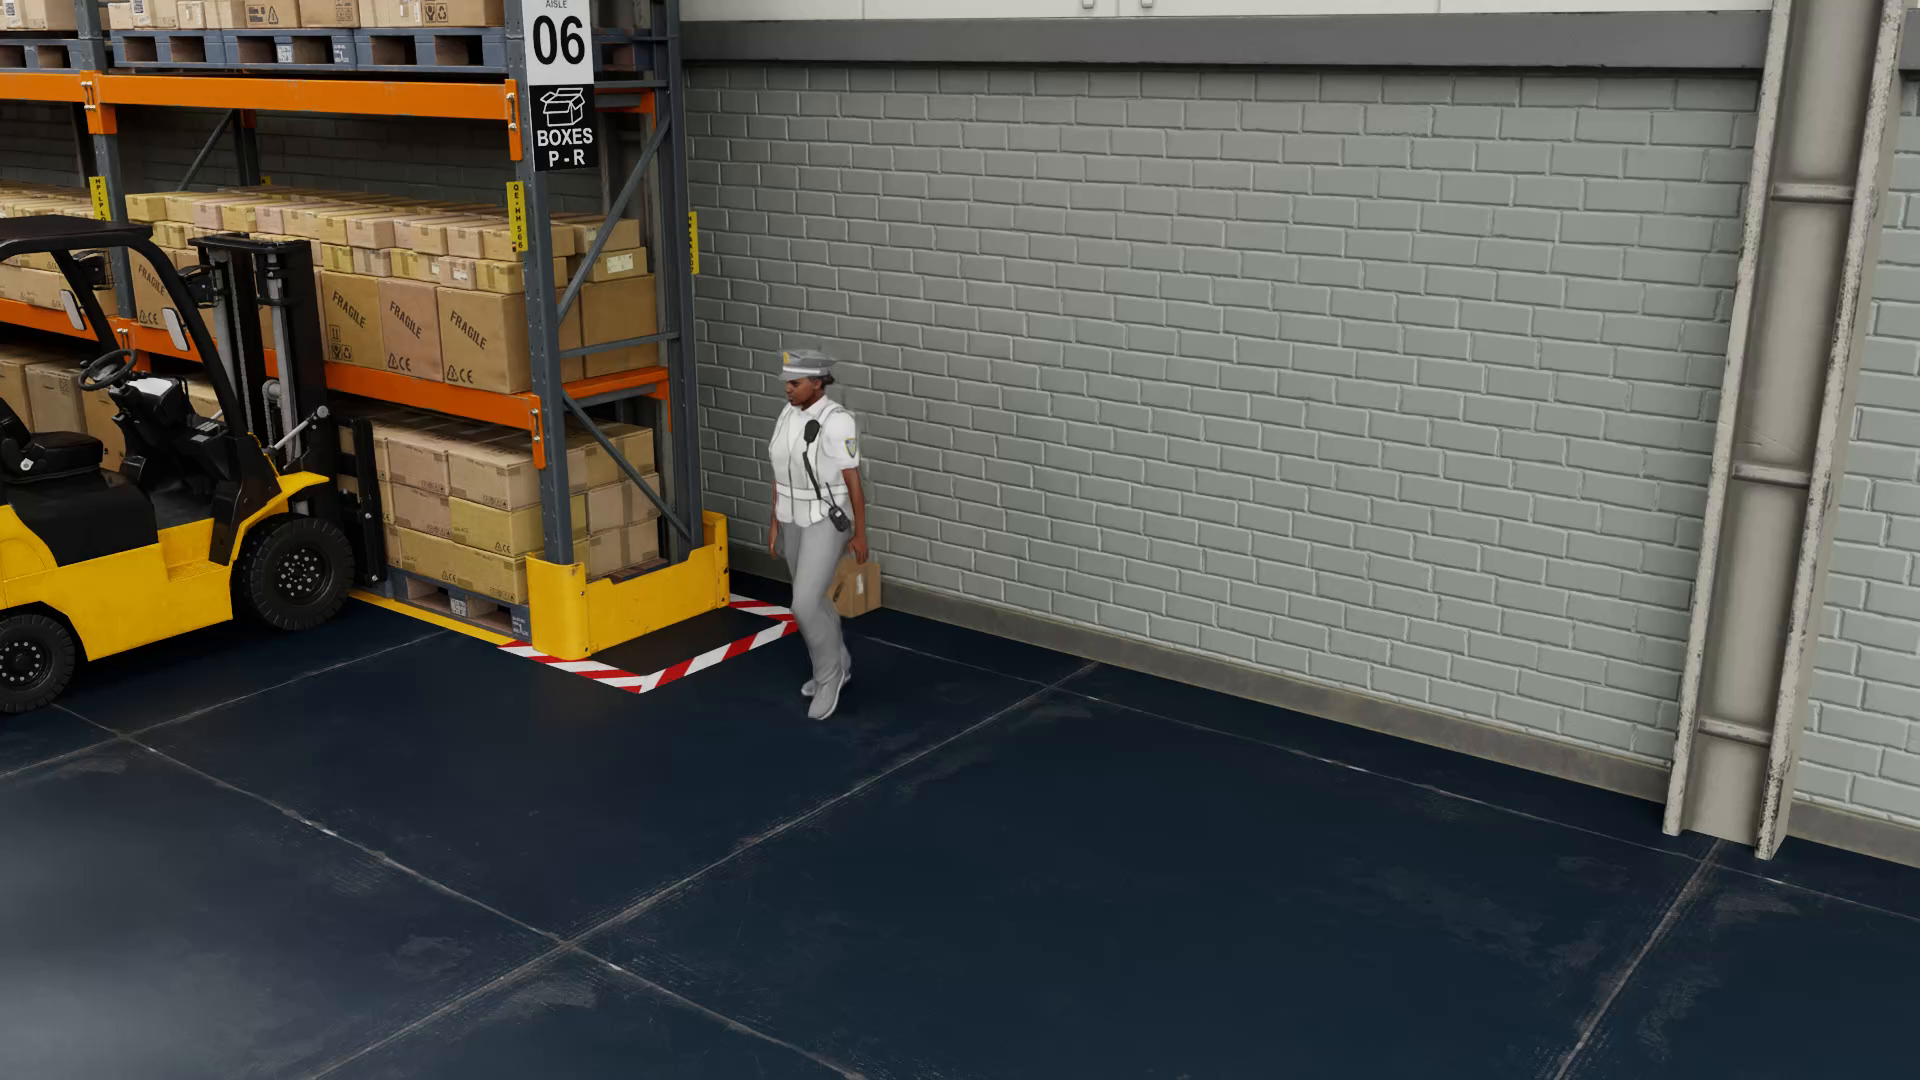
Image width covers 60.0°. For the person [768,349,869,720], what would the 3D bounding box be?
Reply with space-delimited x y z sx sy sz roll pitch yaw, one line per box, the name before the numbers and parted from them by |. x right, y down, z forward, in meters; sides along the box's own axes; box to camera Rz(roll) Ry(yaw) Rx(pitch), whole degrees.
person | -0.684 -0.031 7.632 0.481 1.704 0.489 15 22 41
